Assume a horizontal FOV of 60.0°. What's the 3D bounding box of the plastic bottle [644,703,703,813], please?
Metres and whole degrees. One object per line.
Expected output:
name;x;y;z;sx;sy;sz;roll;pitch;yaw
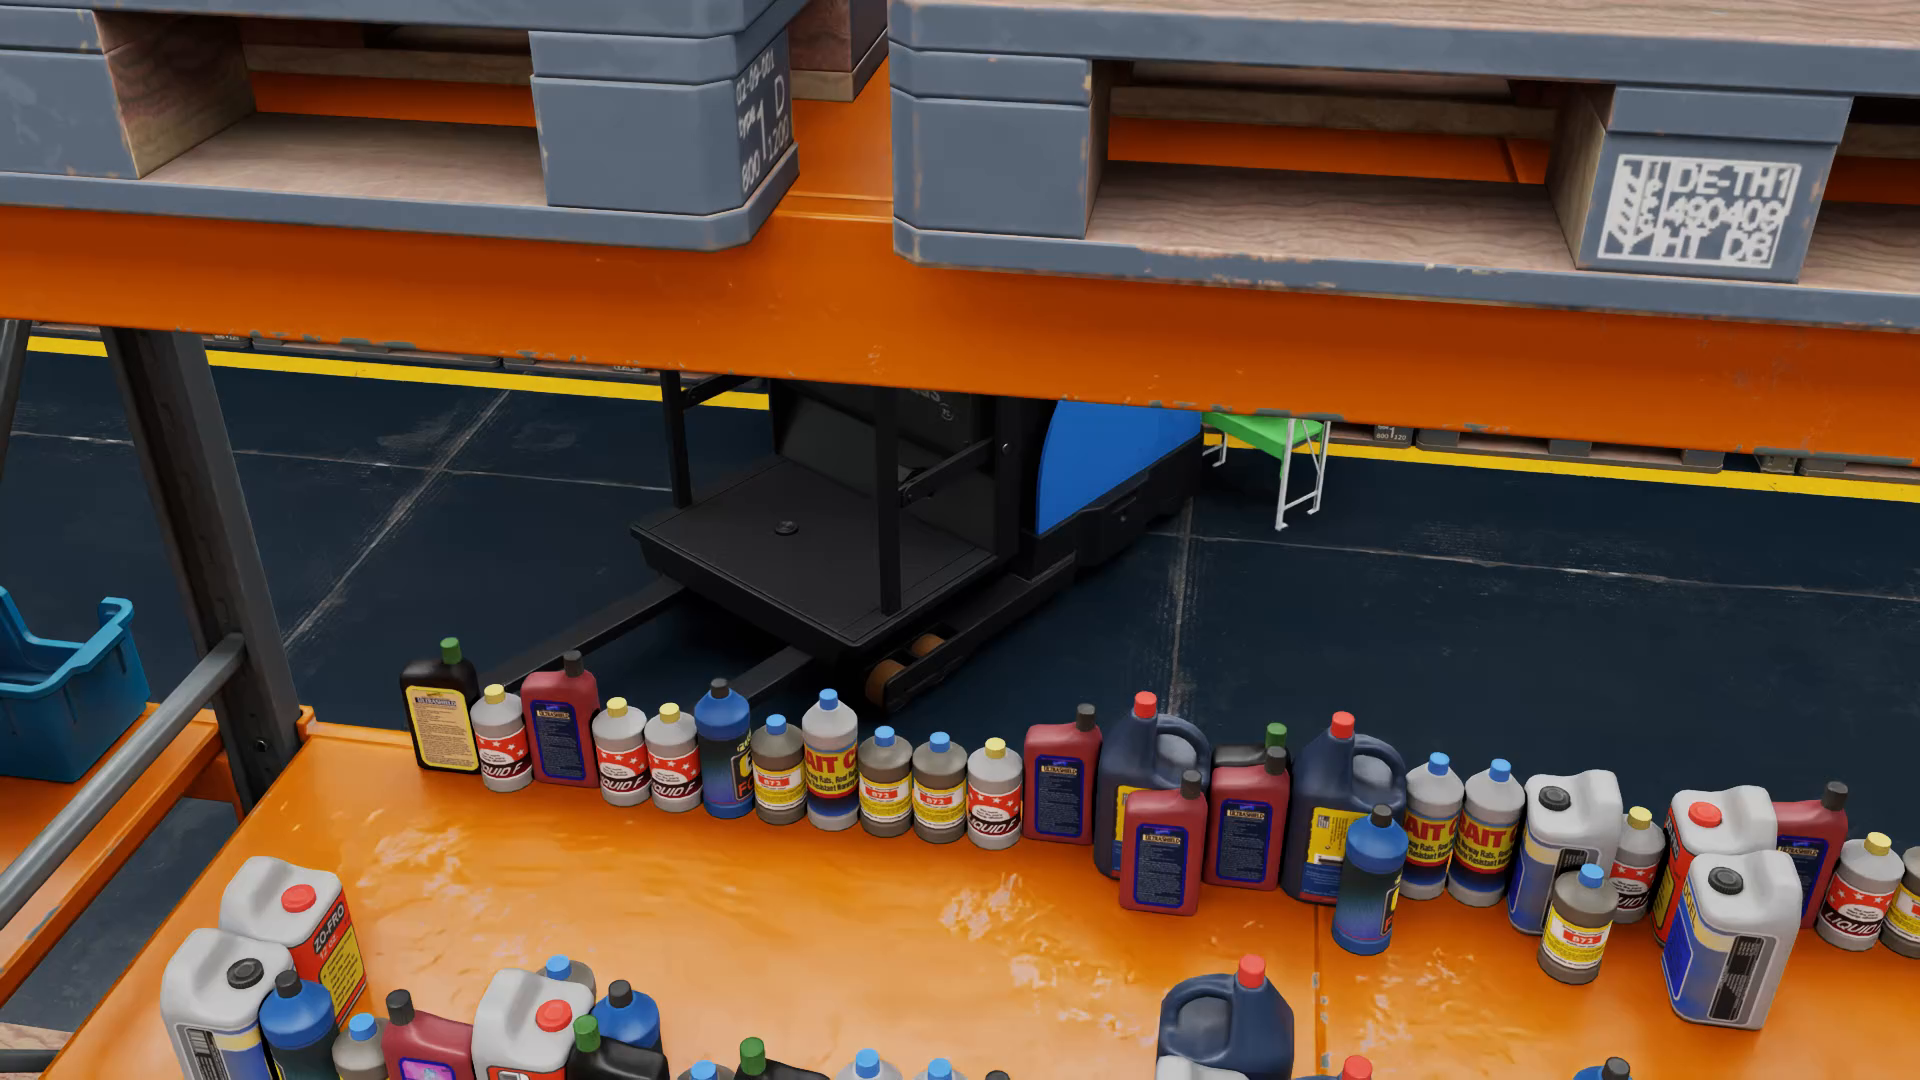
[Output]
plastic bottle;-0.515;0.384;2.997;0.097;0.201;0.097;0;32;0

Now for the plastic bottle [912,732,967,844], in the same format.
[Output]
plastic bottle;-0.035;0.427;2.927;0.097;0.201;0.097;0;32;0

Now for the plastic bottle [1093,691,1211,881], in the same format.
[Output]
plastic bottle;0.328;0.410;2.815;0.185;0.351;0.144;5;32;8

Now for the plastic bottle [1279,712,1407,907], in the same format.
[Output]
plastic bottle;0.641;0.438;2.770;0.185;0.351;0.144;5;32;8

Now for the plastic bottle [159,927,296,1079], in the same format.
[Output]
plastic bottle;-1.047;0.698;2.425;0.135;0.276;0.152;5;32;8

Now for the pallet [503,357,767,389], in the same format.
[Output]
pallet;-1.387;-1.065;7.752;1.213;0.211;1.003;5;32;8

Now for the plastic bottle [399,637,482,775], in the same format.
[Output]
plastic bottle;-0.949;0.300;3.053;0.133;0.283;0.061;5;32;8

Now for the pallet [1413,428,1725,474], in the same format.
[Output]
pallet;2.552;-0.666;7.116;1.213;0.211;1.003;5;32;8

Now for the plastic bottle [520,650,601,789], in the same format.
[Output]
plastic bottle;-0.721;0.321;3.021;0.133;0.283;0.061;5;32;8

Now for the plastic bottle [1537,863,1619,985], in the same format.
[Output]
plastic bottle;0.987;0.602;2.649;0.097;0.201;0.097;0;32;0

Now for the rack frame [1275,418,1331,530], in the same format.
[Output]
rack frame;1.295;-0.589;6.059;0.240;1.200;0.015;-24;39;-33

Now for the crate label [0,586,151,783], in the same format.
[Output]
crate label;-1.772;0.275;3.141;0.416;0.233;0.303;5;32;8

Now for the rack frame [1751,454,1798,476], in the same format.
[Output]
rack frame;3.361;-1.796;6.292;0.127;3.000;1.000;5;32;8

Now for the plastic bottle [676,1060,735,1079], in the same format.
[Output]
plastic bottle;-0.350;0.807;2.320;0.097;0.201;0.097;0;32;0

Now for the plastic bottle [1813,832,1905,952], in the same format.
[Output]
plastic bottle;1.469;0.564;2.710;0.097;0.201;0.097;0;32;0

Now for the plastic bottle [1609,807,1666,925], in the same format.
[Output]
plastic bottle;1.109;0.531;2.762;0.097;0.201;0.097;0;32;0

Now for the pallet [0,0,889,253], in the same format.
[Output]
pallet;-0.682;-0.634;1.787;1.213;0.211;1.003;5;32;8

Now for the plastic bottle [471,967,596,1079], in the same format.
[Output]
plastic bottle;-0.591;0.739;2.359;0.135;0.276;0.152;5;32;8

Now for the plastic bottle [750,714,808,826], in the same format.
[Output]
plastic bottle;-0.323;0.401;2.969;0.097;0.201;0.097;0;32;0

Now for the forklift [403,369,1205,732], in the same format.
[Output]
forklift;-0.414;-0.991;5.071;1.130;2.935;3.031;25;40;34

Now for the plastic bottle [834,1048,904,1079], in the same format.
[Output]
plastic bottle;-0.123;0.798;2.269;0.097;0.271;0.097;0;32;0

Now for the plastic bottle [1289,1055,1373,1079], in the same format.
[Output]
plastic bottle;0.477;0.806;2.181;0.185;0.351;0.144;5;32;8

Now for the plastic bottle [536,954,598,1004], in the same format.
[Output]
plastic bottle;-0.589;0.704;2.486;0.097;0.201;0.097;0;32;0

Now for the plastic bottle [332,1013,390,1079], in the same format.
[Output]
plastic bottle;-0.842;0.763;2.391;0.097;0.201;0.097;0;32;0

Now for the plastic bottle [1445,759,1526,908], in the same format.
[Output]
plastic bottle;0.880;0.481;2.776;0.097;0.271;0.097;0;32;0

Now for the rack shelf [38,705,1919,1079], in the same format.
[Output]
rack shelf;0.552;0.921;2.629;4.000;0.370;1.077;5;32;8

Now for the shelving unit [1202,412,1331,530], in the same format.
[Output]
shelving unit;1.139;-0.688;6.217;0.258;1.200;0.503;-24;39;-33

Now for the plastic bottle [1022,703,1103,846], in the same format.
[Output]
plastic bottle;0.178;0.402;2.890;0.133;0.283;0.061;5;32;8

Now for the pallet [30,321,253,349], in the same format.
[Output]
pallet;-3.793;-1.282;8.100;1.213;0.211;1.003;5;32;8

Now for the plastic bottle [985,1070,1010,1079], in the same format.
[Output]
plastic bottle;0.084;0.822;2.220;0.133;0.283;0.061;5;32;8

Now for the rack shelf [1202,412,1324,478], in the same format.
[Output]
rack shelf;1.138;-0.430;6.378;0.258;0.148;0.480;-24;39;-33

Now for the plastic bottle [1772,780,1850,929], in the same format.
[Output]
plastic bottle;1.358;0.509;2.720;0.133;0.283;0.061;5;32;8

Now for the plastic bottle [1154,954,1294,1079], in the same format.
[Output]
plastic bottle;0.370;0.715;2.327;0.185;0.351;0.144;5;32;8

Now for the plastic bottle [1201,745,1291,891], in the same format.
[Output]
plastic bottle;0.481;0.462;2.794;0.133;0.283;0.061;5;32;8
